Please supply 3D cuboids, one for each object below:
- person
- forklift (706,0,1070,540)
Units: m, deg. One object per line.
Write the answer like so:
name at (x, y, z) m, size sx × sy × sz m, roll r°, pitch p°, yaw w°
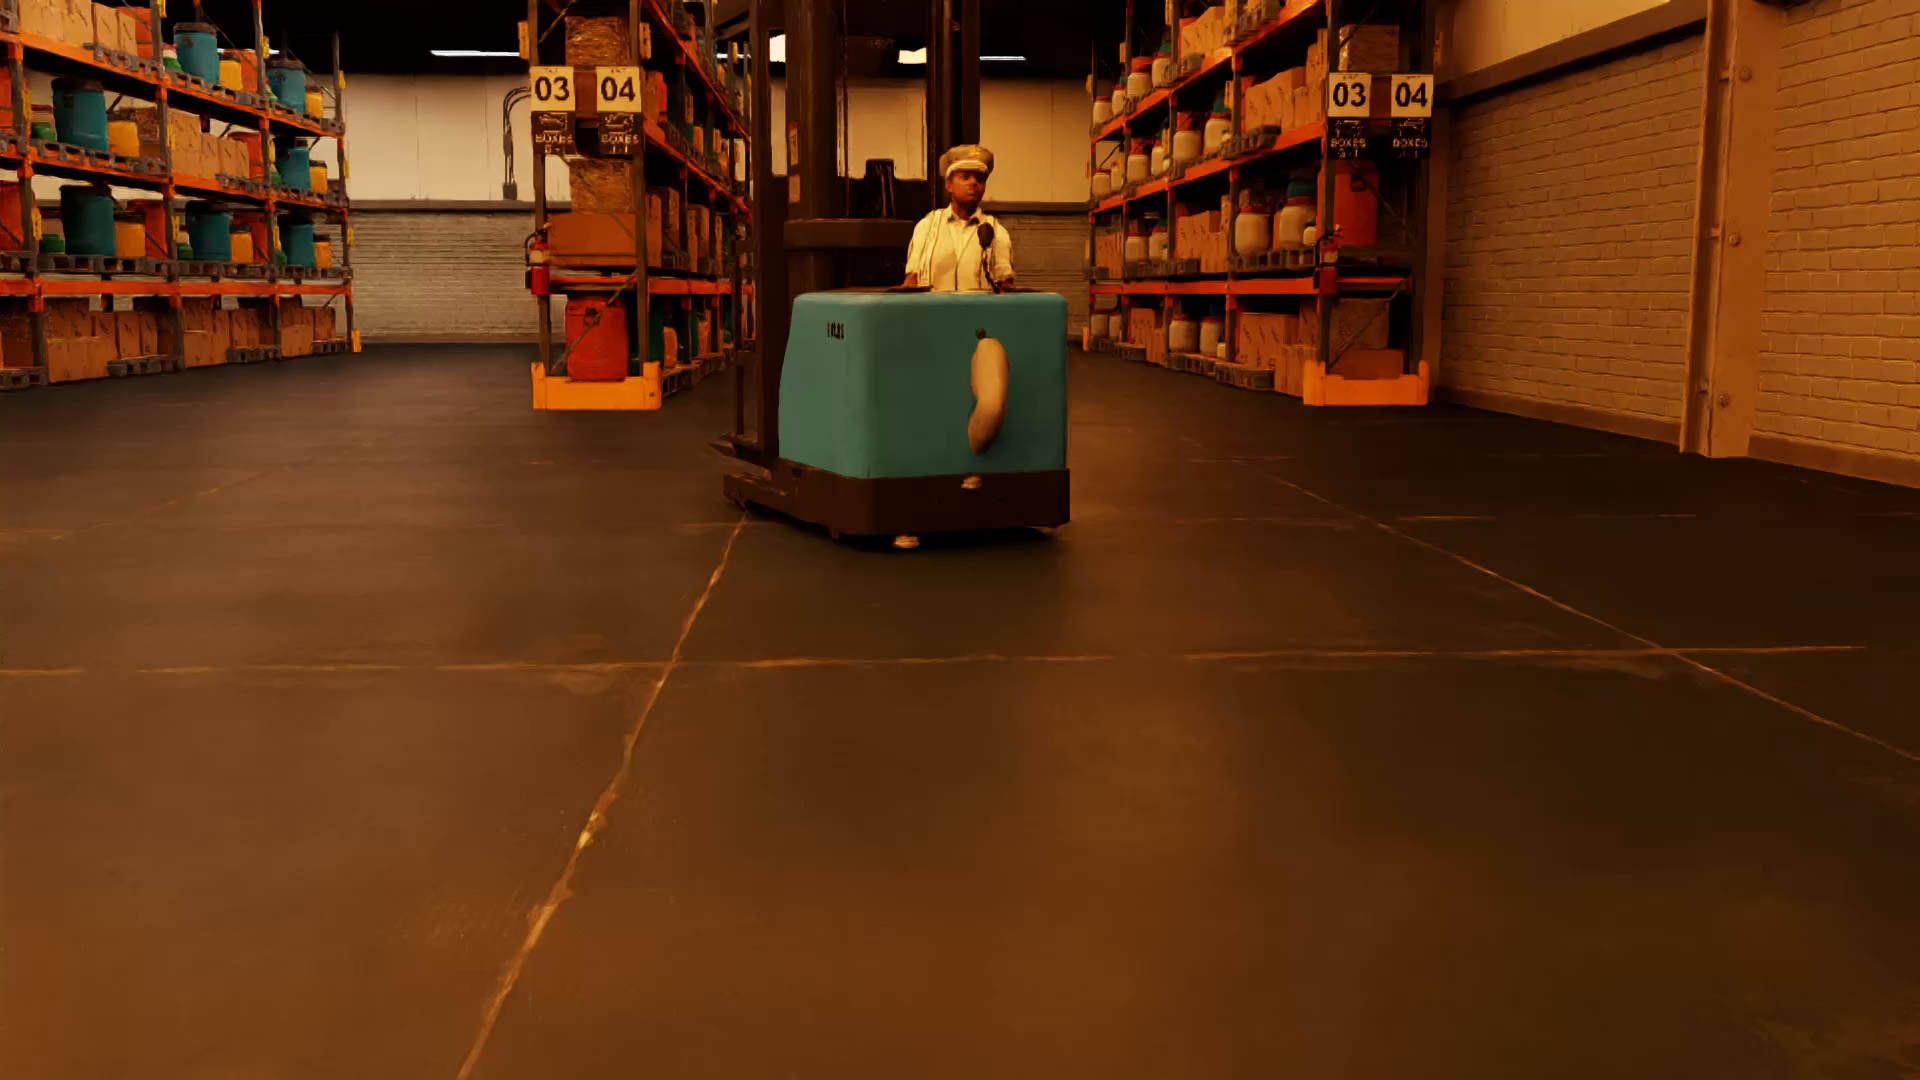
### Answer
person at (-0.015, -0.835, 7.109) m, size 0.570 × 1.695 × 0.558 m, roll -1°, pitch 8°, yaw -4°
forklift at (-0.566, -1.626, 8.280) m, size 1.130 × 2.935 × 3.031 m, roll -4°, pitch 9°, yaw -23°
